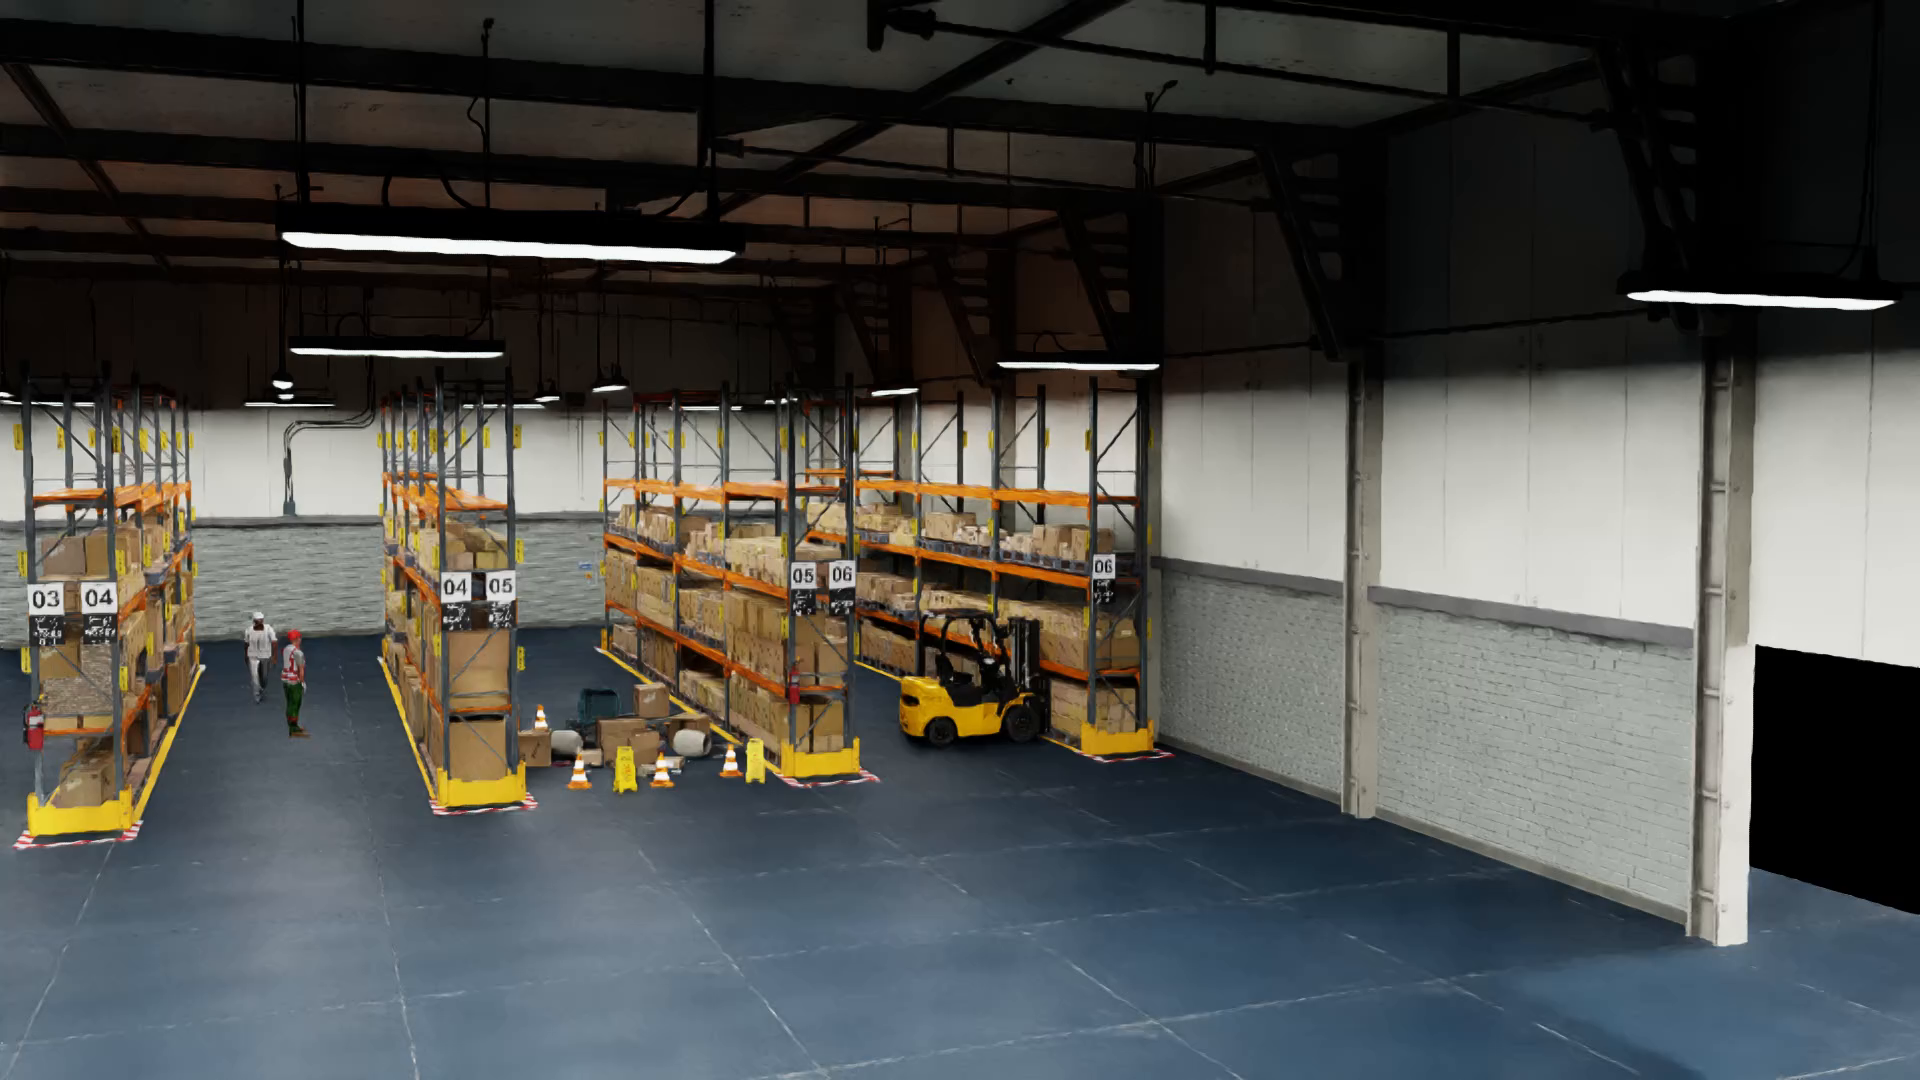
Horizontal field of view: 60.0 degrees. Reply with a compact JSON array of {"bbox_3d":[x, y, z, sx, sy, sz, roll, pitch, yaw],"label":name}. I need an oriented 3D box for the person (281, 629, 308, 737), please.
[{"bbox_3d":[-11.194,2.399,28.068,0.629,1.794,0.466,3,4,40],"label":"person"}]

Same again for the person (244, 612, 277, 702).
[{"bbox_3d":[-13.446,2.223,31.976,0.591,1.716,1.042,-1,4,-23],"label":"person"}]
